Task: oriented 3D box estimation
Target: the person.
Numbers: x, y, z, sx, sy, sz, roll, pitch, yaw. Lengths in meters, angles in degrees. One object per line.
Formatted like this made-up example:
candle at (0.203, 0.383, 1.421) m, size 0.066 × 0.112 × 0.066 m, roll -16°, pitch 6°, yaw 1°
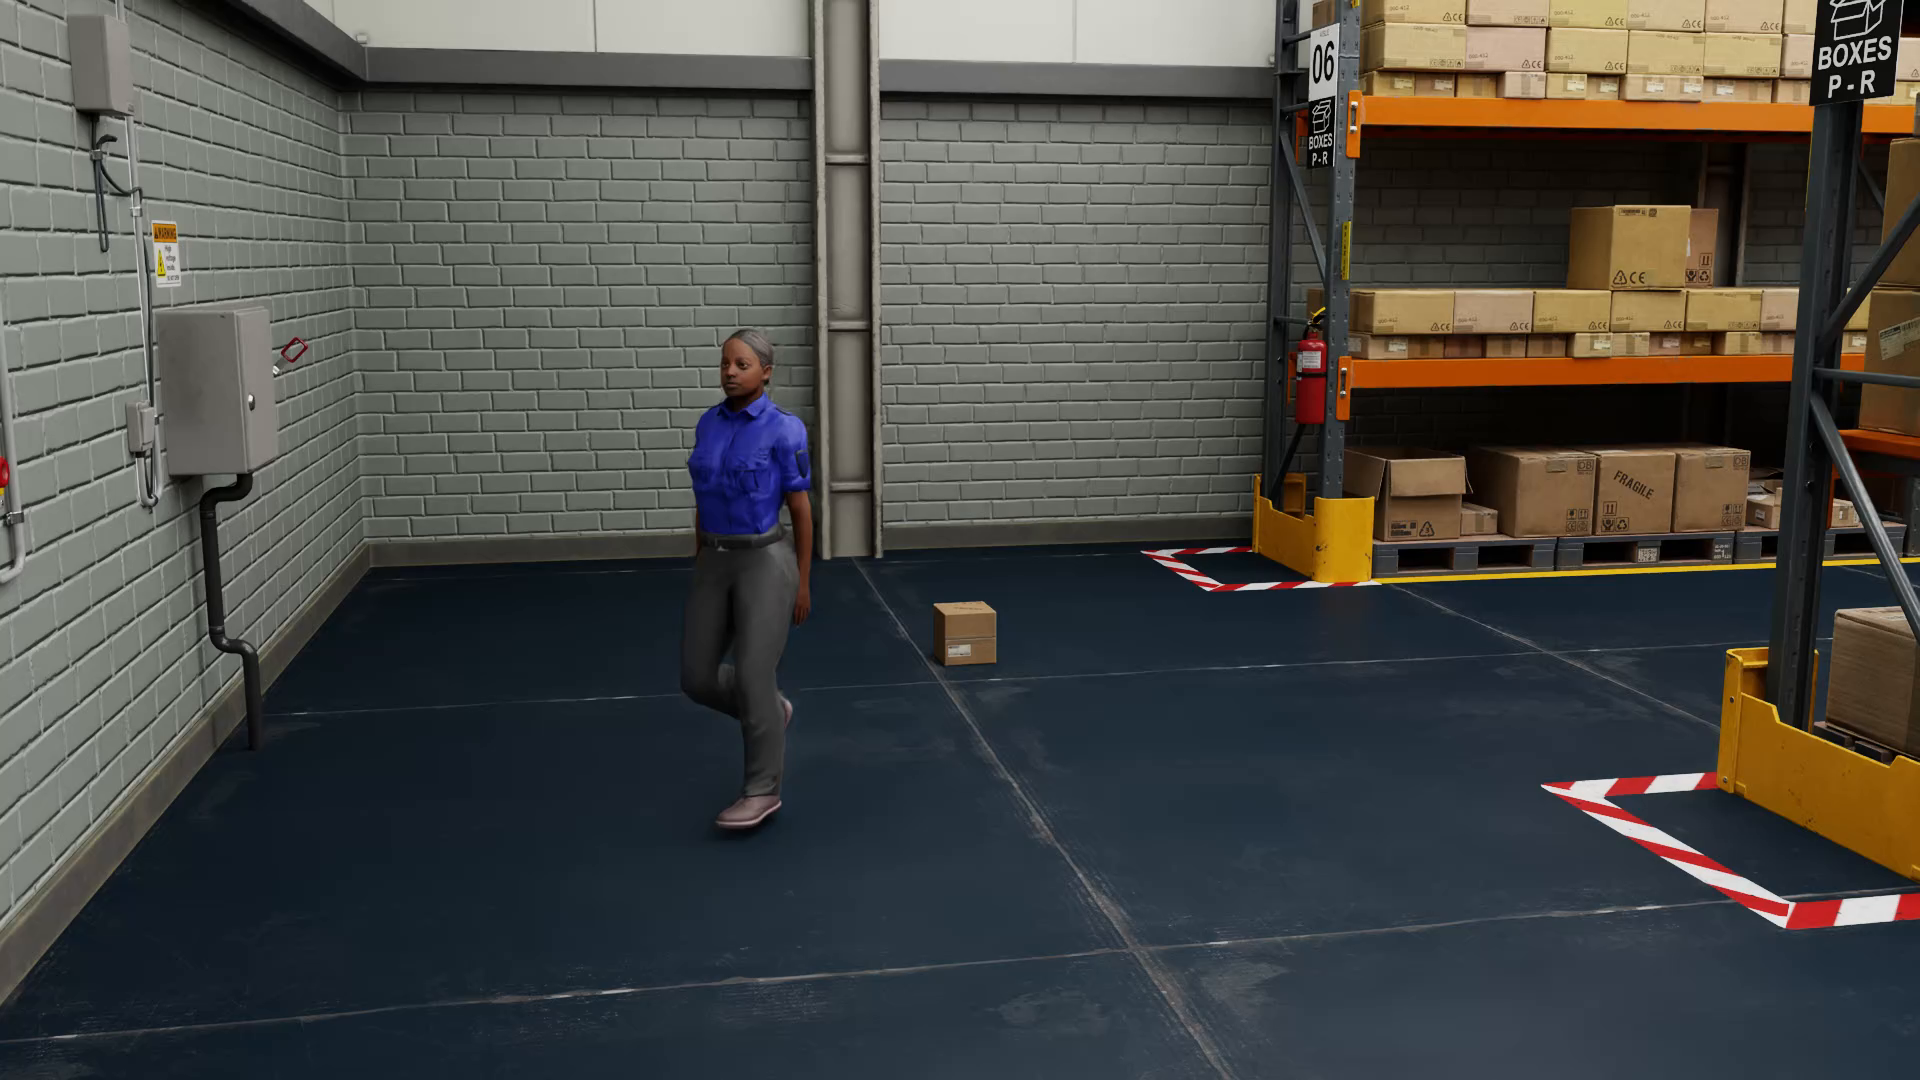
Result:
person at (-0.697, 0.109, 5.636) m, size 0.442 × 1.640 × 0.592 m, roll 5°, pitch 11°, yaw 28°
